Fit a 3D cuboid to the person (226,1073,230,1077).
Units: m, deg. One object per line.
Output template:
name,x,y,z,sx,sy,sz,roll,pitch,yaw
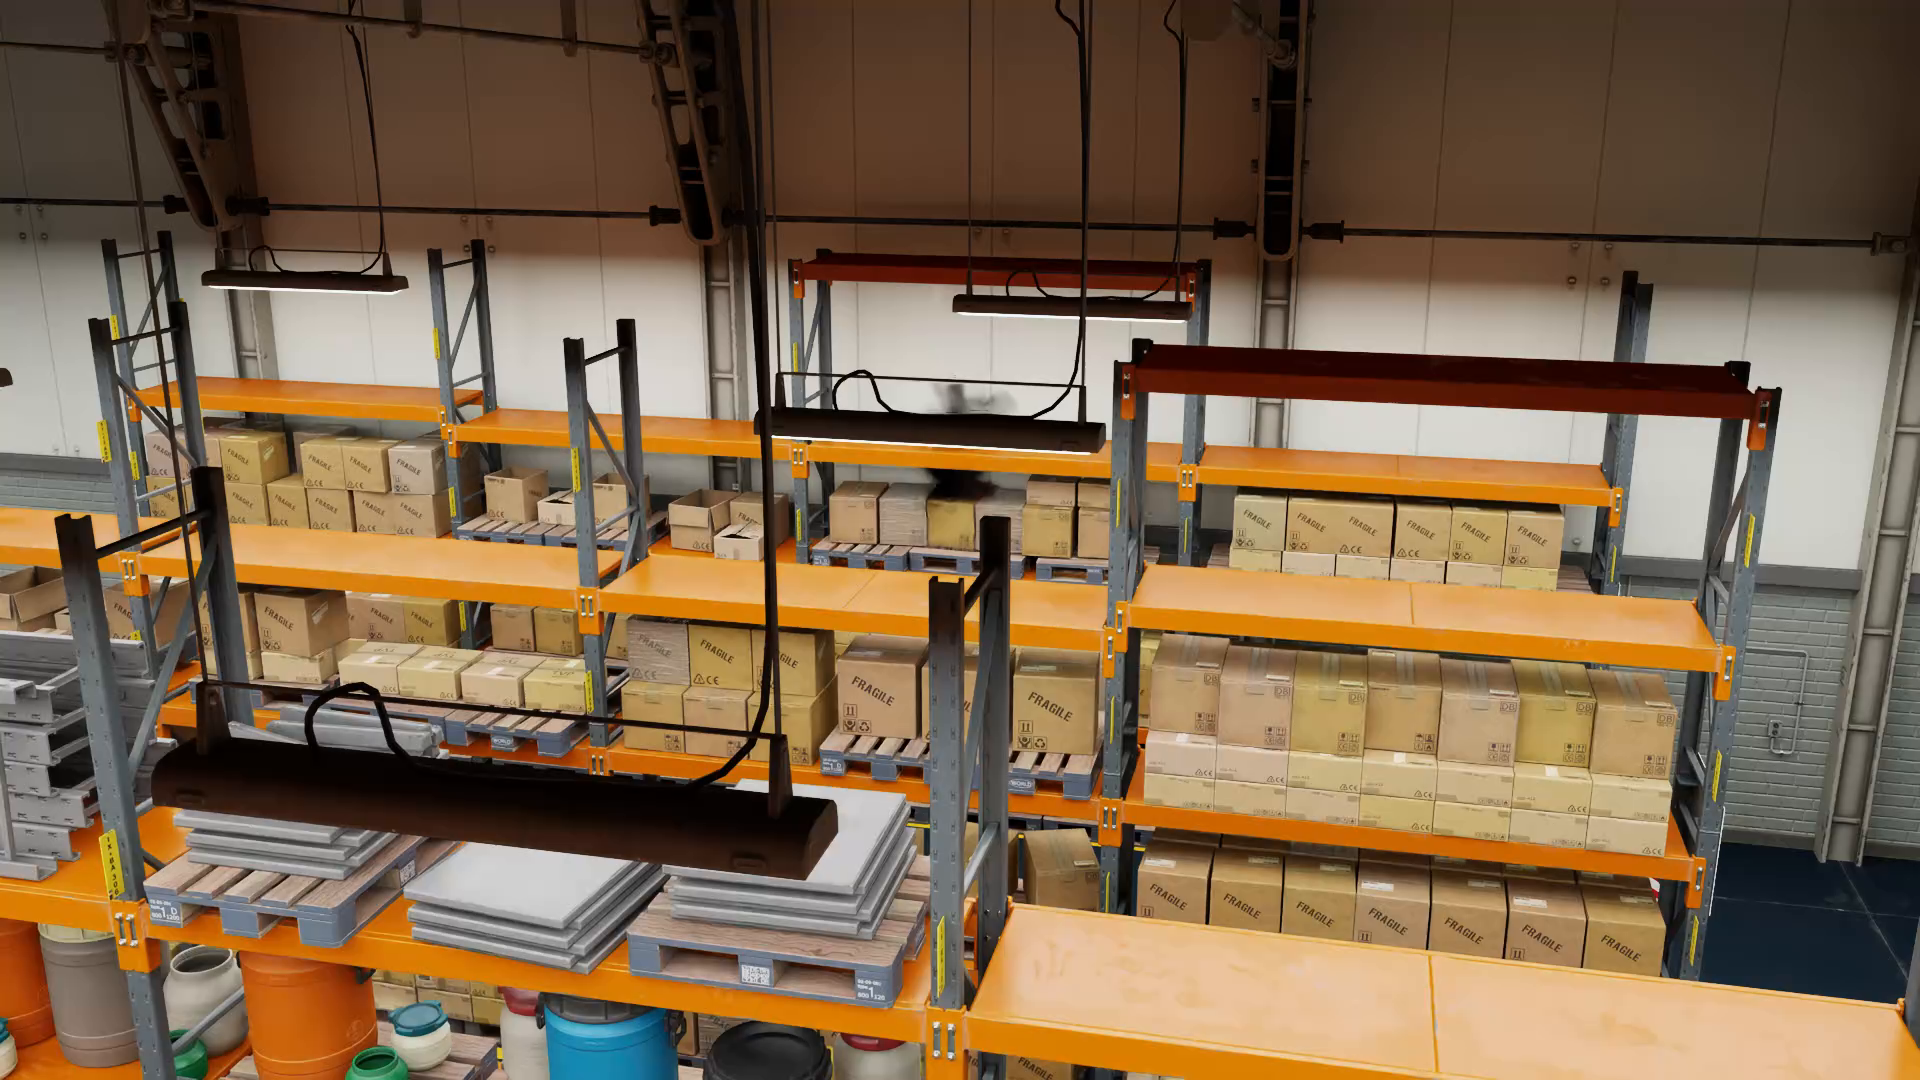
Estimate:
person,-5.449,3.872,12.097,0.613,1.726,0.736,1,16,4
